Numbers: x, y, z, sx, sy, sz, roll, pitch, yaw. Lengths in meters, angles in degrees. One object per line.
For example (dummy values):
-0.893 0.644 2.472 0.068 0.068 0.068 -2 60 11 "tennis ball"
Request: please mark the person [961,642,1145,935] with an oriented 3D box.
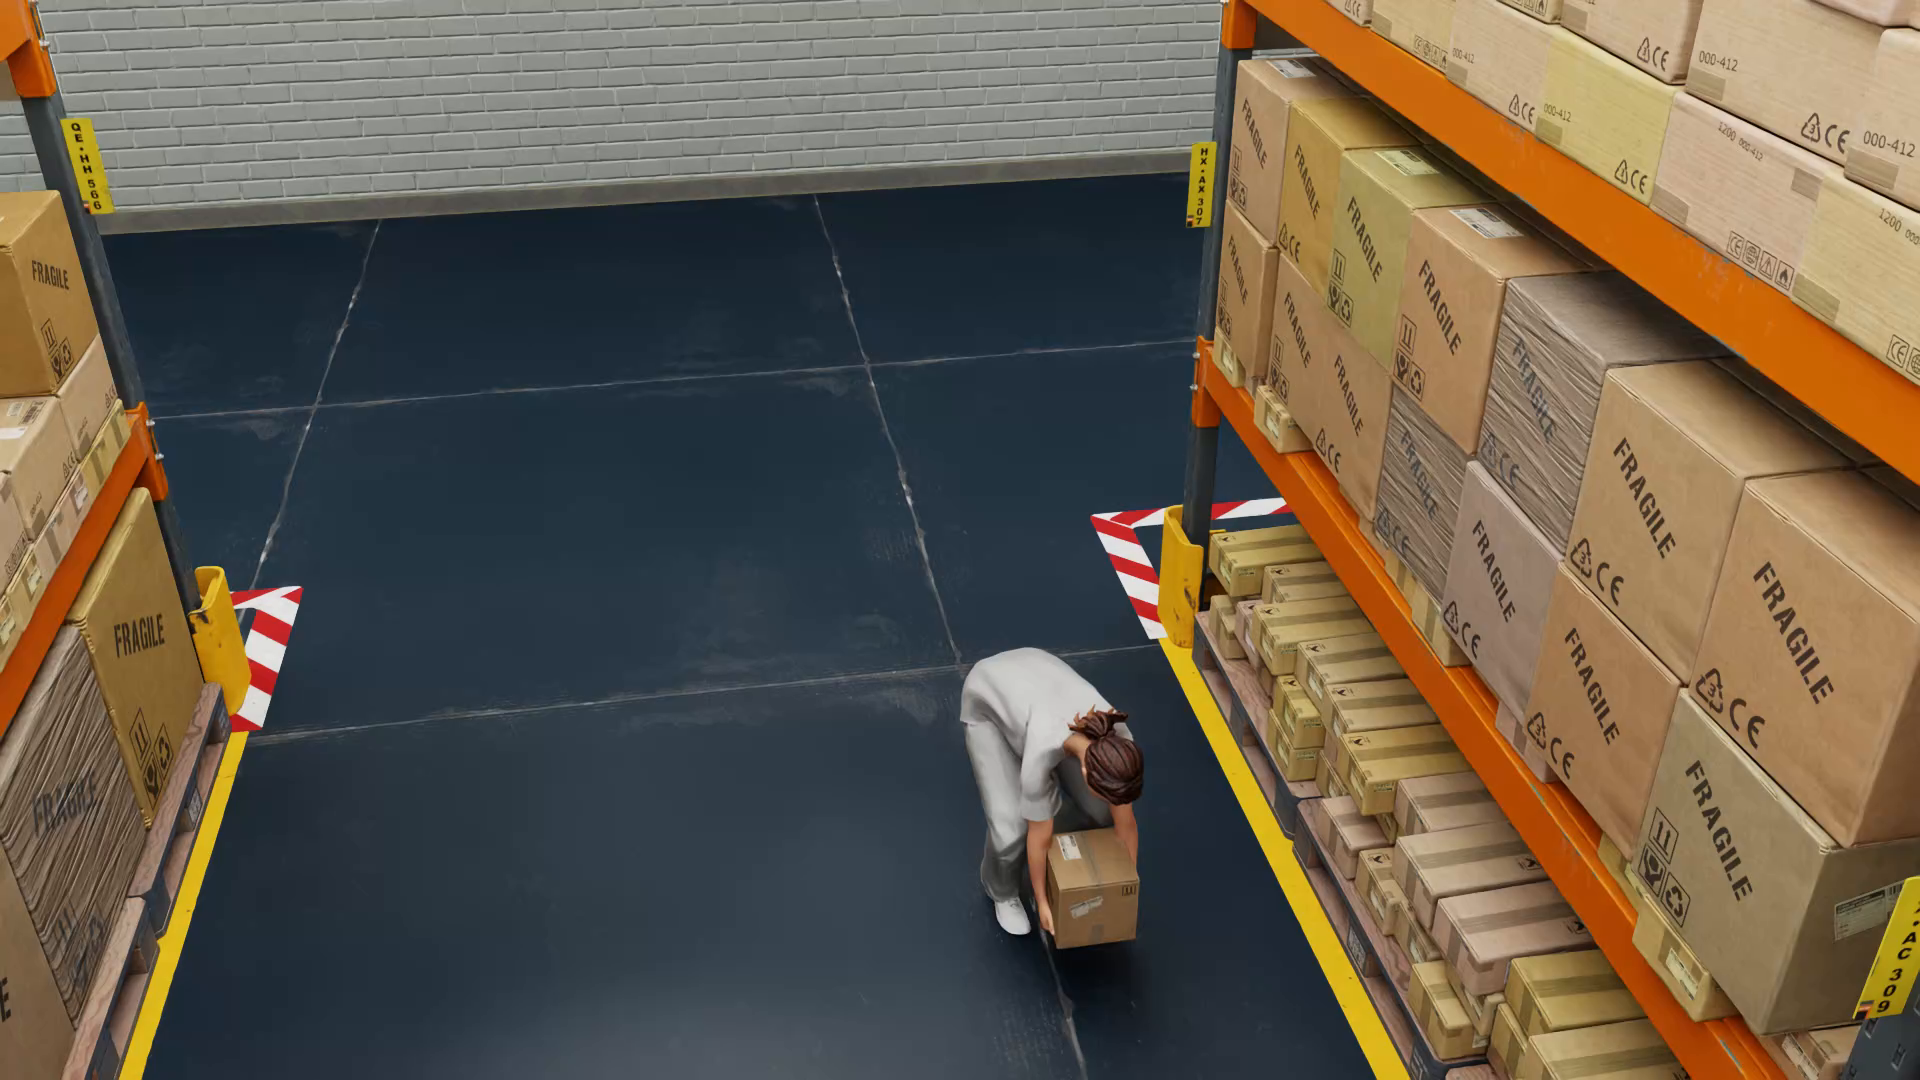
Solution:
0.310 0.848 5.334 0.457 1.038 0.863 -14 33 -22 "person"
